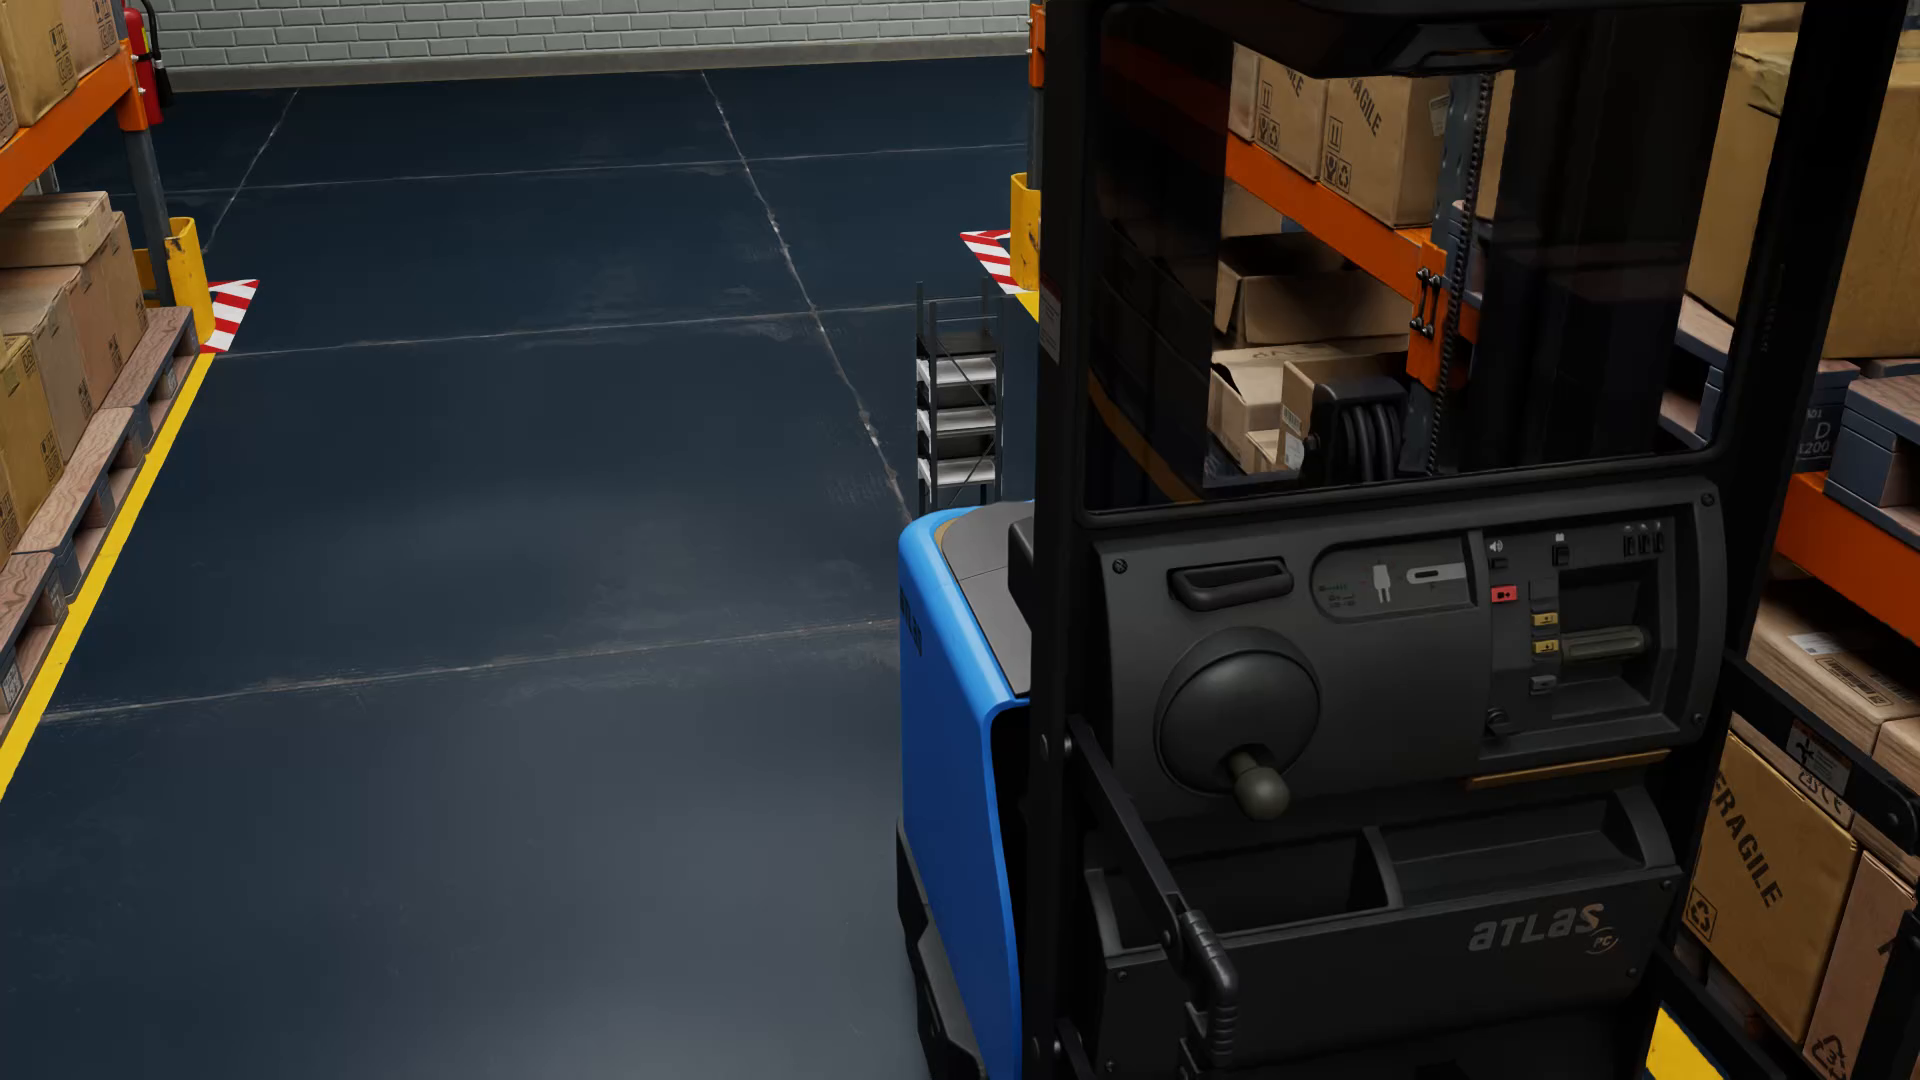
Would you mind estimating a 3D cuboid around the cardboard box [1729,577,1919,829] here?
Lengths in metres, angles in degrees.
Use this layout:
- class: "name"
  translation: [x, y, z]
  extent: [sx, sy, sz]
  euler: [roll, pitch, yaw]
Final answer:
- class: "cardboard box"
  translation: [1.828, 0.294, 3.292]
  extent: [0.500, 0.250, 0.500]
  euler: [-6, 27, -11]

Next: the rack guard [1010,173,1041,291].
- class: "rack guard"
  translation: [0.847, -1.573, 8.312]
  extent: [1.175, 0.500, 0.348]
  euler: [-6, 27, -12]

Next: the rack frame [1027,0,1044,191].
- class: "rack frame"
  translation: [0.830, -2.723, 7.815]
  extent: [1.000, 3.000, 0.127]
  euler: [-6, 27, -12]

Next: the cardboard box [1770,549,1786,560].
- class: "cardboard box"
  translation: [2.122, 0.140, 4.429]
  extent: [0.500, 0.500, 0.500]
  euler: [-6, 27, -12]

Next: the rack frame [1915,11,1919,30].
- class: "rack frame"
  translation: [5.657, -3.224, 8.809]
  extent: [1.000, 3.000, 0.127]
  euler: [-6, 27, -12]

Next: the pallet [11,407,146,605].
- class: "pallet"
  translation: [-3.468, -0.095, 5.705]
  extent: [1.003, 0.211, 1.213]
  euler: [-6, 27, -12]

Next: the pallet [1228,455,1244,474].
- class: "pallet"
  translation: [1.577, -0.023, 5.562]
  extent: [1.003, 0.211, 1.213]
  euler: [-6, 27, -12]

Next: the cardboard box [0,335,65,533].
- class: "cardboard box"
  translation: [-3.386, -0.319, 5.360]
  extent: [0.700, 0.500, 0.500]
  euler: [-5, 27, -10]

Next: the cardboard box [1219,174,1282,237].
- class: "cardboard box"
  translation: [1.192, -1.589, 7.856]
  extent: [0.500, 0.500, 0.500]
  euler: [-6, 27, -12]

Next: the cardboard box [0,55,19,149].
- class: "cardboard box"
  translation: [-3.533, -1.475, 5.011]
  extent: [0.980, 0.700, 0.700]
  euler: [-7, 28, -14]

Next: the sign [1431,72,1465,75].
- class: "sign"
  translation: [1.204, -1.295, 4.025]
  extent: [0.100, 0.325, 0.005]
  euler: [-6, 27, -12]

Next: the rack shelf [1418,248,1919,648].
- class: "rack shelf"
  translation: [2.182, 0.233, 2.759]
  extent: [1.077, 0.370, 4.000]
  euler: [-6, 27, -12]

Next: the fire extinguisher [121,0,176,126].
- class: "fire extinguisher"
  translation: [-3.580, -2.130, 7.141]
  extent: [0.296, 0.674, 0.183]
  euler: [-6, 27, -12]

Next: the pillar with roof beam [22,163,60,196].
- class: "pillar with roof beam"
  translation: [-1.253, -6.431, 8.504]
  extent: [9.100, 9.000, 0.400]
  euler: [-6, 27, -12]

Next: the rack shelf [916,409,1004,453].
- class: "rack shelf"
  translation: [-0.002, -0.376, 5.569]
  extent: [0.258, 0.077, 0.200]
  euler: [-6, 27, -12]

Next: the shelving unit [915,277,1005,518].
- class: "shelving unit"
  translation: [-0.002, -0.405, 5.554]
  extent: [0.258, 0.900, 0.210]
  euler: [-6, 27, -12]

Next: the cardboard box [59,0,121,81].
- class: "cardboard box"
  translation: [-3.871, -2.129, 6.306]
  extent: [0.980, 0.700, 0.700]
  euler: [-5, 27, -9]

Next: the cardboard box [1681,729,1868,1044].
- class: "cardboard box"
  translation: [1.839, 0.643, 3.433]
  extent: [0.500, 0.500, 0.500]
  euler: [-6, 27, -11]

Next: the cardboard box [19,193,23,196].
- class: "cardboard box"
  translation: [-3.963, -1.317, 6.618]
  extent: [0.380, 0.149, 0.250]
  euler: [-6, 27, -11]

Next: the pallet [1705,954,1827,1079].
- class: "pallet"
  translation: [2.230, 1.168, 3.201]
  extent: [1.003, 0.211, 1.213]
  euler: [-6, 27, -12]

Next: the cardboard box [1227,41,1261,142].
- class: "cardboard box"
  translation: [1.133, -1.656, 5.591]
  extent: [0.500, 0.500, 0.500]
  euler: [-5, 27, -10]

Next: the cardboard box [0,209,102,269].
- class: "cardboard box"
  translation: [-3.476, -1.132, 6.252]
  extent: [0.380, 0.149, 0.250]
  euler: [-5, 27, -10]

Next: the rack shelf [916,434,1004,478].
- class: "rack shelf"
  translation: [-0.002, -0.295, 5.610]
  extent: [0.258, 0.077, 0.200]
  euler: [-6, 27, -12]

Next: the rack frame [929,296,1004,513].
- class: "rack frame"
  translation: [0.021, -0.361, 5.466]
  extent: [0.240, 0.900, 0.006]
  euler: [-6, 27, -12]

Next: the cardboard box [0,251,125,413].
- class: "cardboard box"
  translation: [-3.628, -0.773, 6.260]
  extent: [0.700, 0.500, 0.500]
  euler: [-6, 27, -12]

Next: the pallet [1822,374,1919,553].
- class: "pallet"
  translation: [2.190, 0.022, 2.591]
  extent: [1.003, 0.211, 1.213]
  euler: [-6, 27, -12]

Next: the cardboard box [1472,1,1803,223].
- class: "cardboard box"
  translation: [1.620, -0.968, 3.762]
  extent: [0.700, 0.500, 0.500]
  euler: [-16, 31, -29]

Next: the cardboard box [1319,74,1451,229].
- class: "cardboard box"
  translation: [1.369, -1.205, 4.697]
  extent: [0.500, 0.500, 0.500]
  euler: [-6, 27, -11]

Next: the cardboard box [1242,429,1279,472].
- class: "cardboard box"
  translation: [1.184, -0.270, 5.632]
  extent: [0.380, 0.149, 0.250]
  euler: [-6, 27, -12]

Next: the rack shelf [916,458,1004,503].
- class: "rack shelf"
  translation: [-0.002, -0.215, 5.650]
  extent: [0.258, 0.077, 0.200]
  euler: [-6, 27, -12]

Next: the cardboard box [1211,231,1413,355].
- class: "cardboard box"
  translation: [1.303, -0.873, 6.433]
  extent: [0.797, 0.503, 0.637]
  euler: [-6, 27, -12]

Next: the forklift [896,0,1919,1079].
- class: "forklift"
  translation: [0.696, 0.186, 2.128]
  extent: [1.130, 2.935, 3.031]
  euler: [-6, 27, -12]
